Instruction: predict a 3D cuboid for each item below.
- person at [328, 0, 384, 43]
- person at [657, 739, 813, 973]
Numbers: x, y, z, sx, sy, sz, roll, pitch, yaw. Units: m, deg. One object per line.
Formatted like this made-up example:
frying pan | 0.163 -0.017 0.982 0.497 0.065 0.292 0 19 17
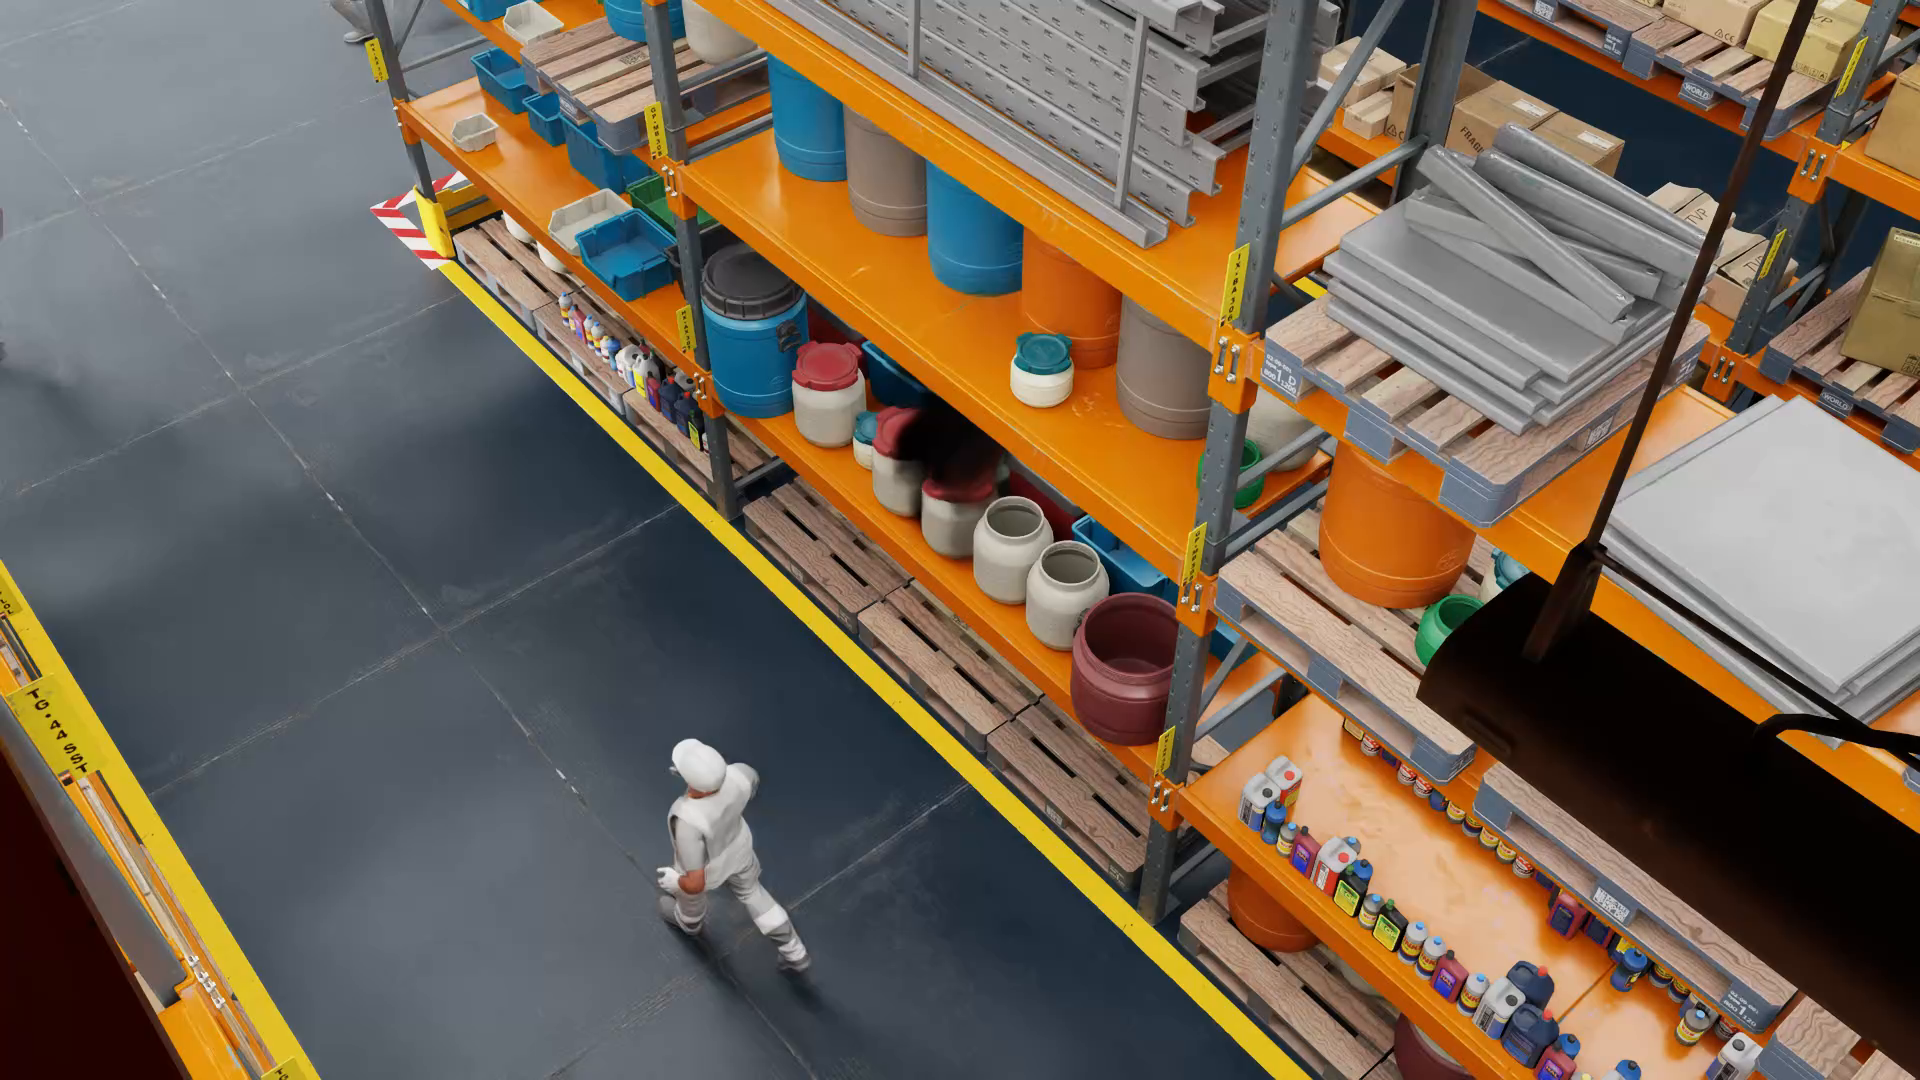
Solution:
person | -5.527 -5.232 14.830 0.593 1.645 0.558 -14 48 -13
person | -1.208 1.566 8.237 0.998 1.764 0.668 31 54 26
